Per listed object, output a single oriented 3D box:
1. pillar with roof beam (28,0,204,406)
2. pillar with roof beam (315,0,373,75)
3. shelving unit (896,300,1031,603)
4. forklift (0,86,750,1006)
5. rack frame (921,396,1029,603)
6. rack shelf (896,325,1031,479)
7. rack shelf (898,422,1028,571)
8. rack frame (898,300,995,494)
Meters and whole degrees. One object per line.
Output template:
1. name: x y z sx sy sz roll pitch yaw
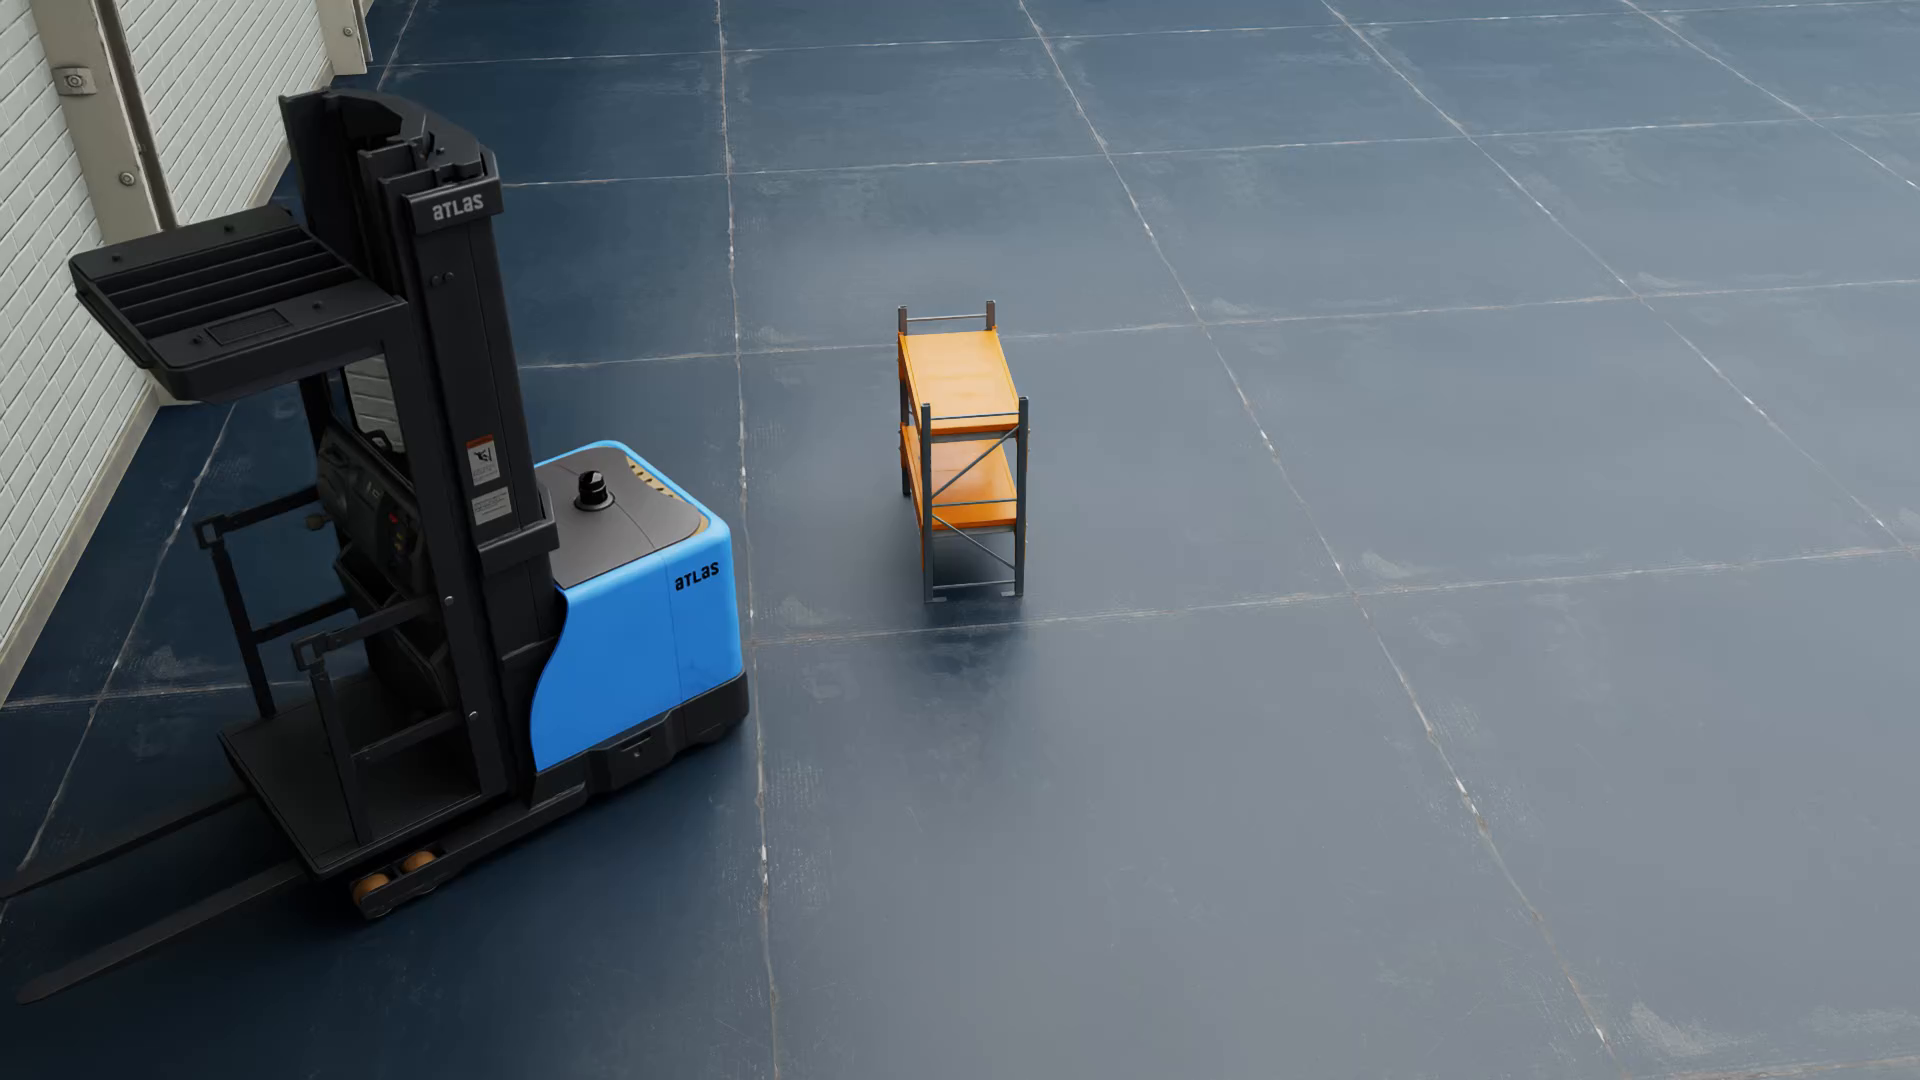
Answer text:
1. pillar with roof beam: -0.418 -4.964 8.044 9.100 9.000 0.400 -4 35 -6
2. pillar with roof beam: -1.225 -8.313 12.957 9.100 9.000 0.400 -4 35 -6
3. shelving unit: 0.001 -0.461 8.428 0.538 1.125 1.048 -4 35 -6
4. forklift: -2.403 -0.060 6.235 3.031 2.935 1.130 -25 42 -32
5. rack frame: 0.069 -0.177 8.011 0.500 1.125 0.032 -4 35 -6
6. rack shelf: 0.001 -0.703 8.263 0.538 0.278 1.000 -4 35 -6
7. rack shelf: 0.001 -0.259 8.565 0.538 0.278 1.000 -4 35 -6
8. rack frame: -0.067 -0.745 8.844 0.500 1.125 0.032 -4 35 -6
